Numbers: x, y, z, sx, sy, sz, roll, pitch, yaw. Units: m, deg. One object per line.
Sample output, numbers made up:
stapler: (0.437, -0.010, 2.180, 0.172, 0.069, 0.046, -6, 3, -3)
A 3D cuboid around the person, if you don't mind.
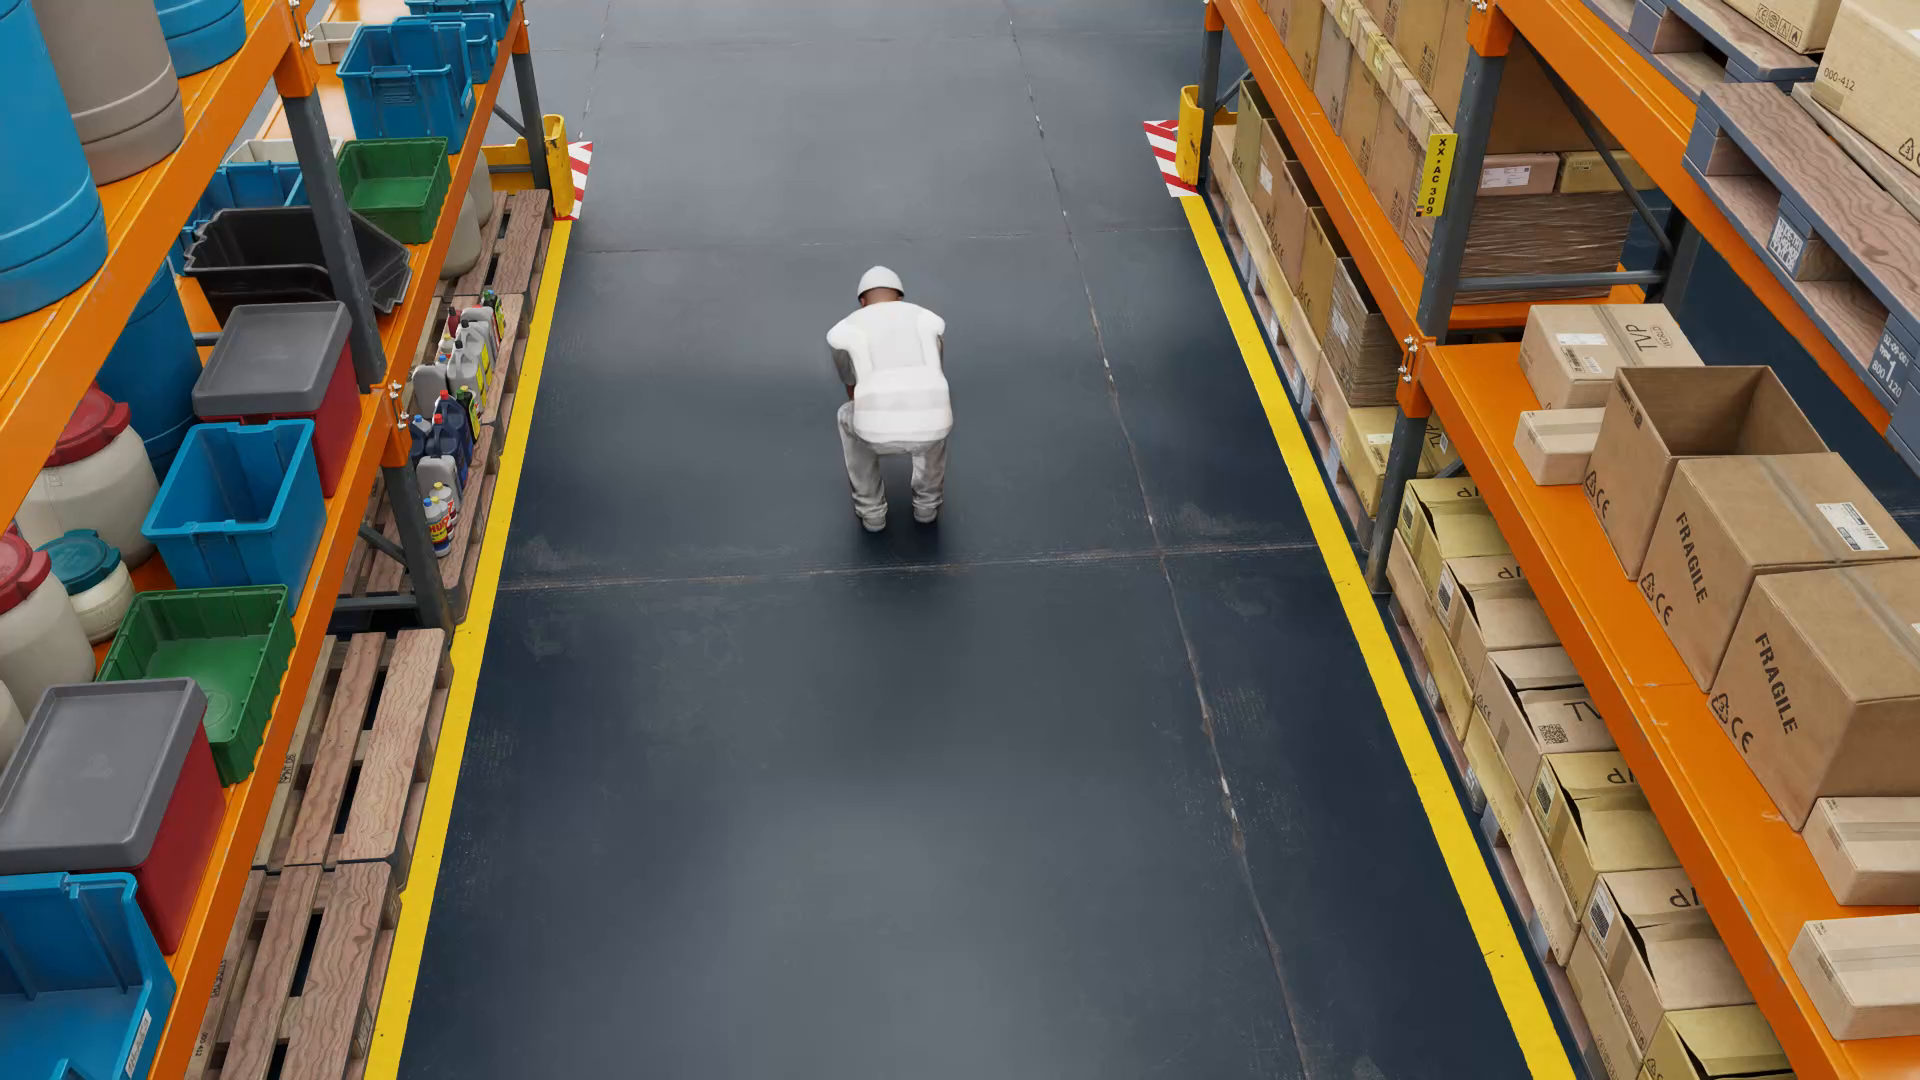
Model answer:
person: (-0.310, -0.602, 7.521, 0.541, 0.994, 0.953, -4, 39, -5)
